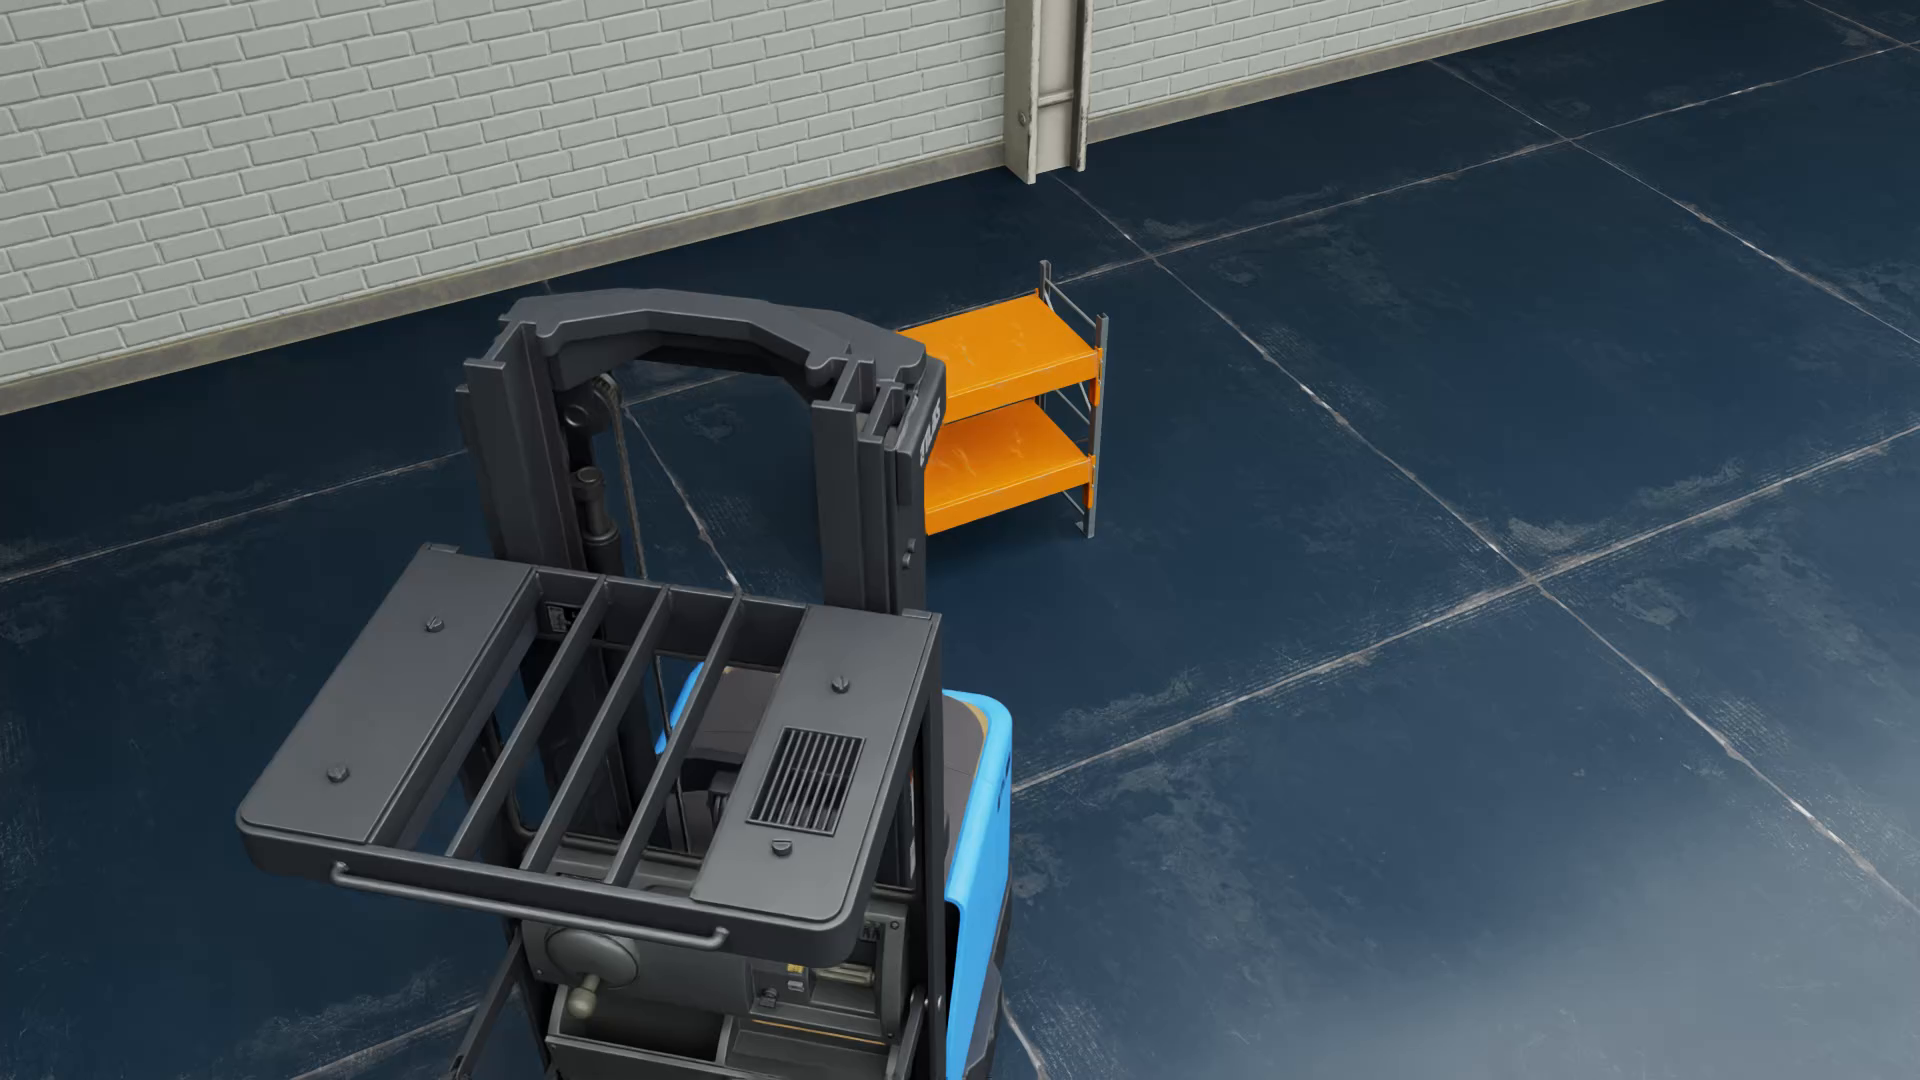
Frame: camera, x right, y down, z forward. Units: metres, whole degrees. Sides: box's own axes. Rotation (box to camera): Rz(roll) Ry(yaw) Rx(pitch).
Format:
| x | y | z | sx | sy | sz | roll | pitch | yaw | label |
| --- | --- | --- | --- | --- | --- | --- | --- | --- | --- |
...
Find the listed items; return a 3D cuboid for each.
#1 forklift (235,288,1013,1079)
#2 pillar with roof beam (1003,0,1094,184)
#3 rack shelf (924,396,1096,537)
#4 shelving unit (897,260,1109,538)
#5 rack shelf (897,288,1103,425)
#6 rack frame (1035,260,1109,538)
| x | y | z | sx | sy | sz | roll | pitch | yaw | label |
| --- | --- | --- | --- | --- | --- | --- | --- | --- | --- |
| -0.626 | 1.049 | 3.742 | 1.130 | 2.935 | 3.031 | 8 | 41 | 9 | forklift |
| 2.487 | -3.189 | 4.052 | 0.400 | 9.000 | 9.100 | -19 | 44 | -21 | pillar with roof beam |
| 0.006 | -0.245 | 7.047 | 1.000 | 0.278 | 0.538 | -19 | 44 | -21 | rack shelf |
| 0.006 | -0.431 | 6.889 | 1.048 | 1.125 | 0.538 | -19 | 44 | -21 | shelving unit |
| 0.006 | -0.655 | 6.700 | 1.000 | 0.278 | 0.538 | -19 | 44 | -21 | rack shelf |
| 0.457 | -0.583 | 7.068 | 0.032 | 1.125 | 0.500 | -19 | 44 | -21 | rack frame |
